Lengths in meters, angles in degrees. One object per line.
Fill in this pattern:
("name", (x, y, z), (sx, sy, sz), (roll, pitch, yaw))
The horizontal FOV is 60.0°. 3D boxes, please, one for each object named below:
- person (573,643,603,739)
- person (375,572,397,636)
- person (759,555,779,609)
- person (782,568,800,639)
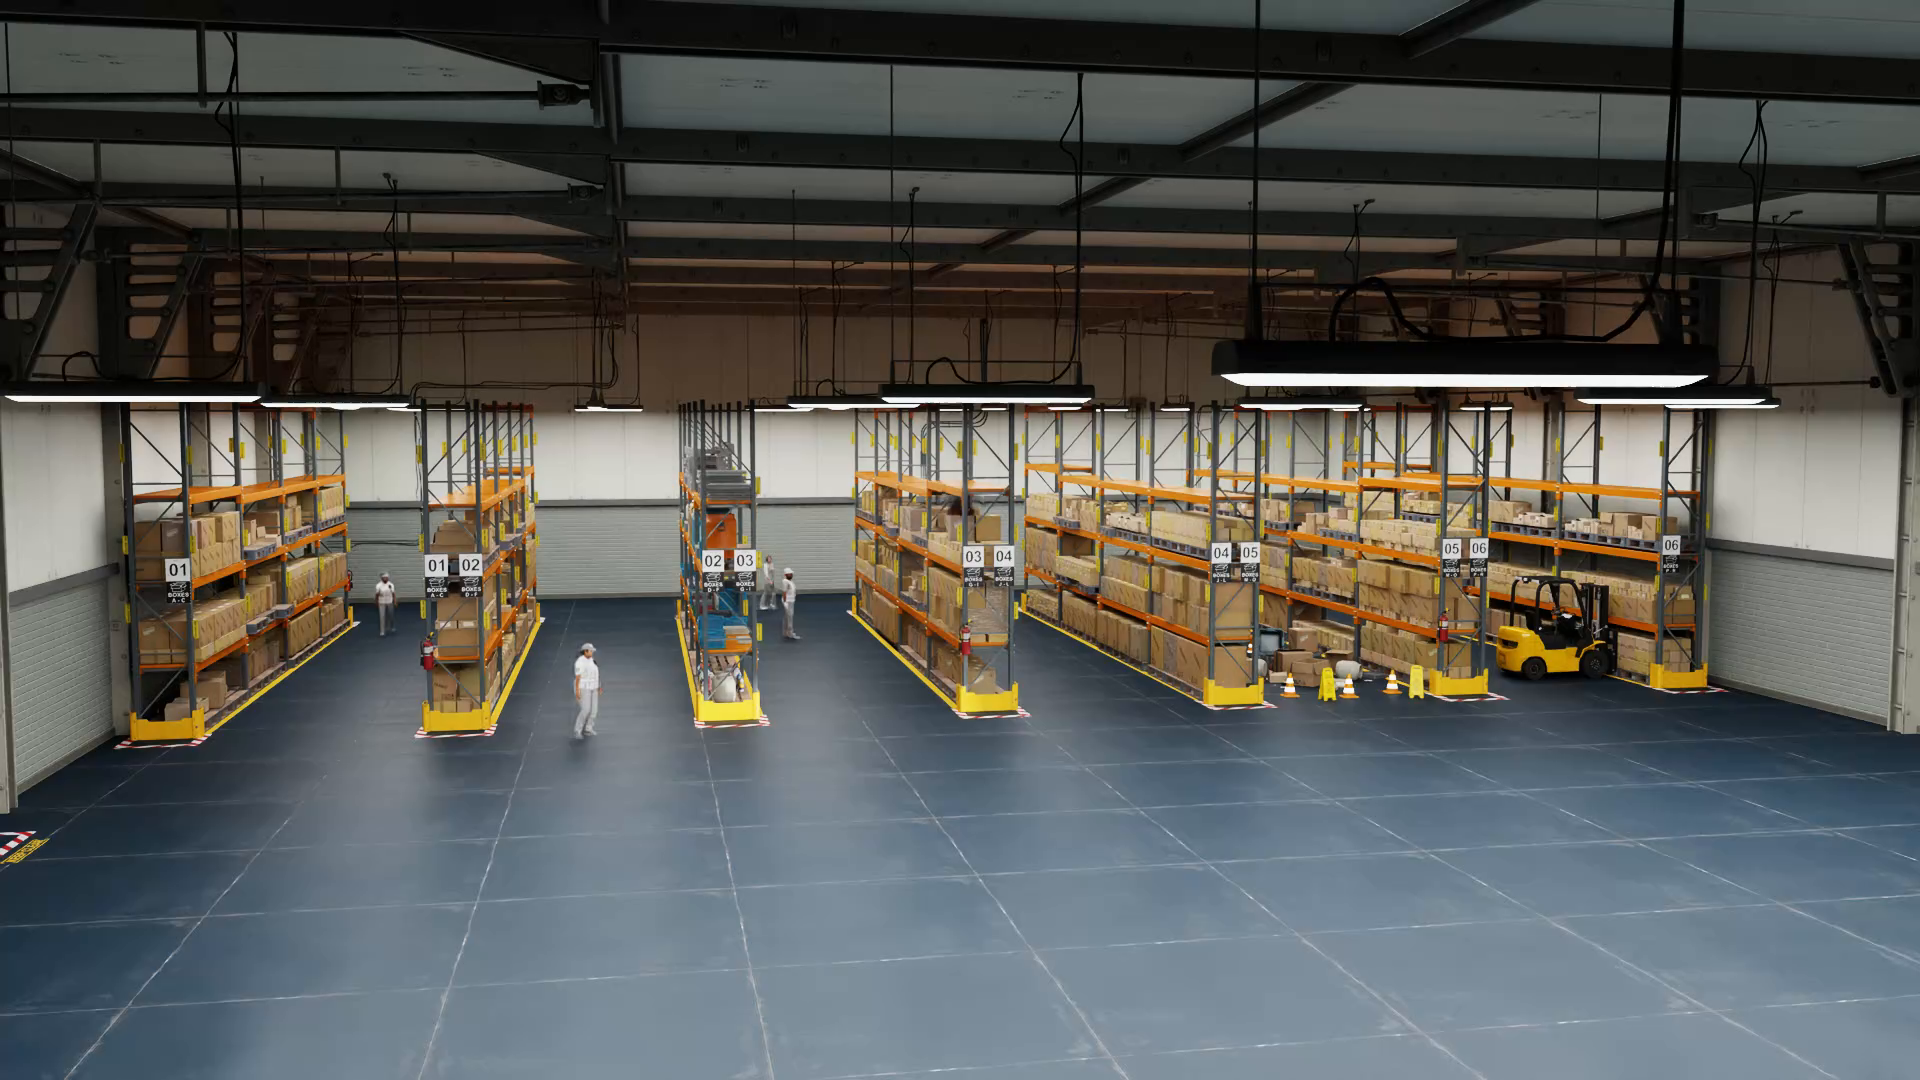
("person", (-6.668, 2.692, 29.660), (0.397, 1.706, 0.646), (2, 5, 25))
("person", (-14.882, 1.642, 43.165), (0.563, 1.637, 0.987), (-1, 4, -11))
("person", (-5.610, 1.249, 48.696), (0.577, 1.613, 0.523), (0, 4, -2))
("person", (-4.325, 1.614, 42.704), (0.521, 1.807, 0.604), (0, 4, 5))
